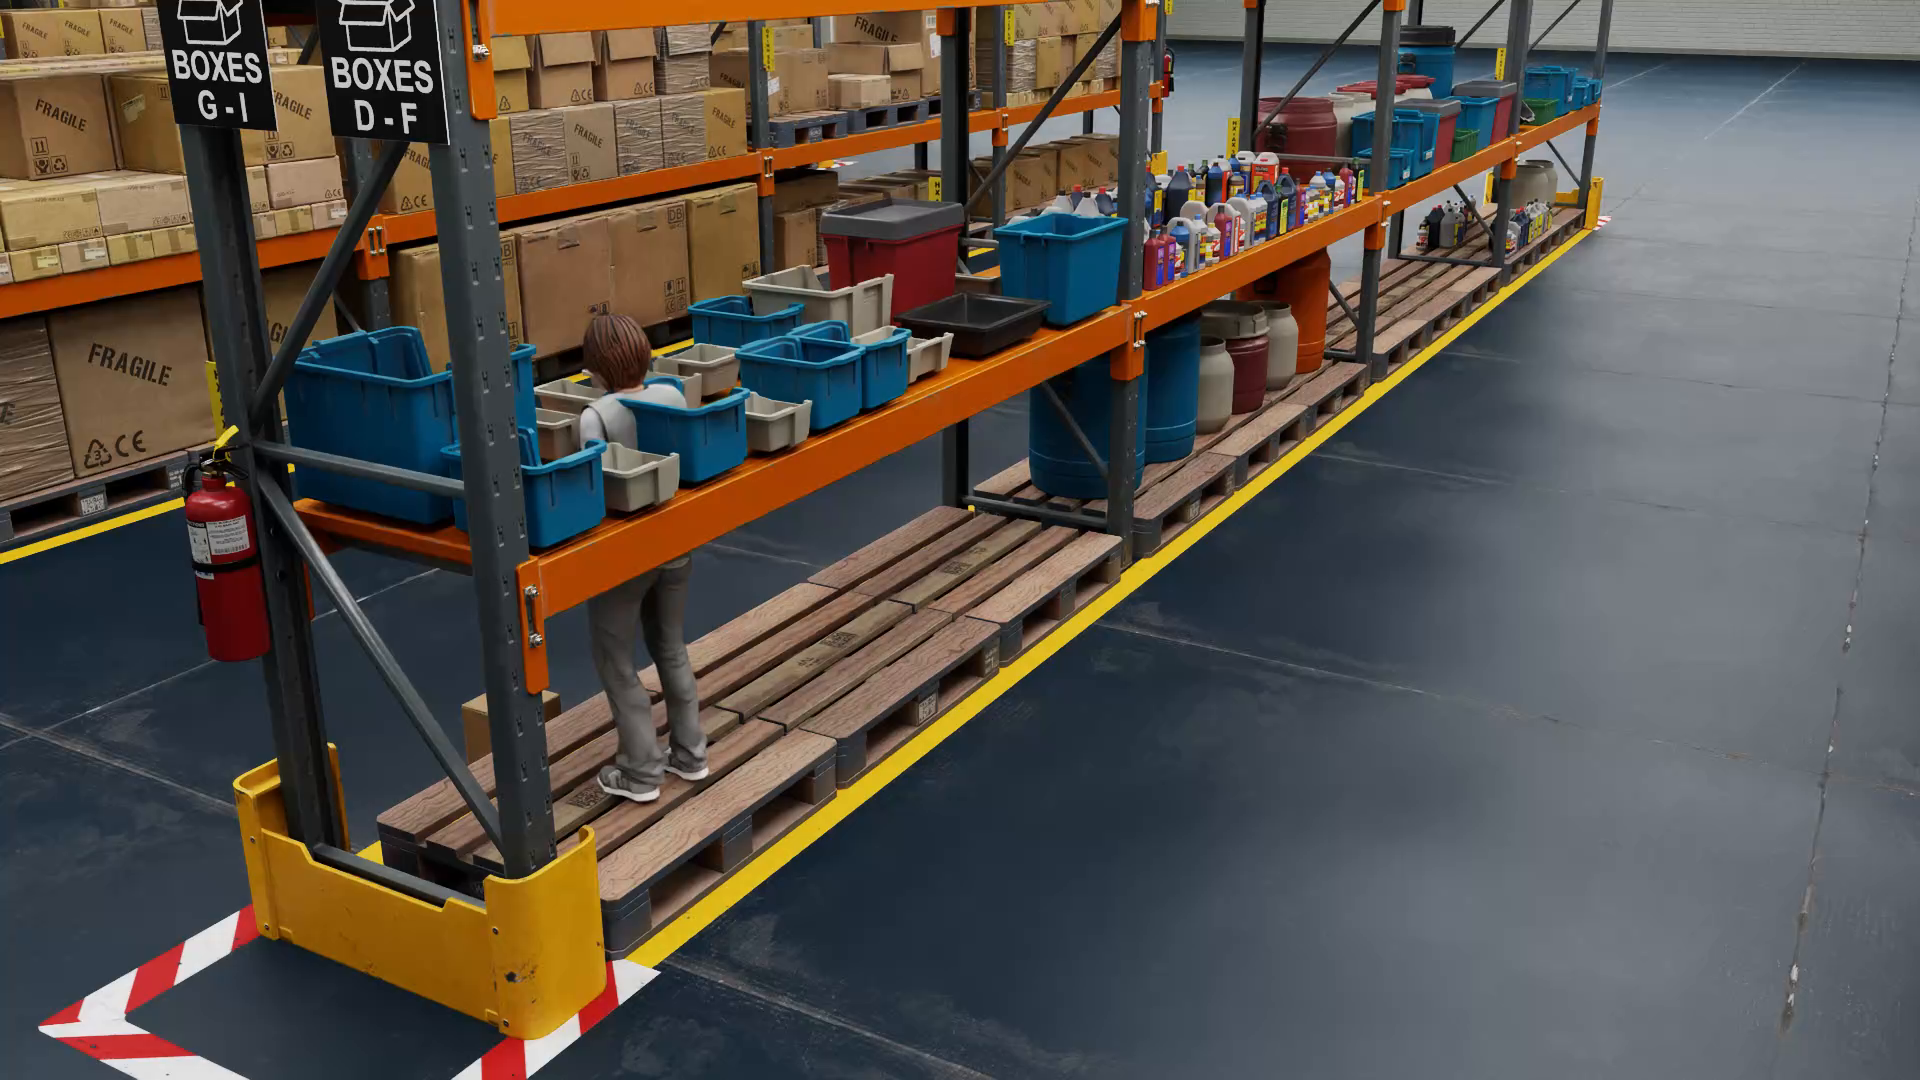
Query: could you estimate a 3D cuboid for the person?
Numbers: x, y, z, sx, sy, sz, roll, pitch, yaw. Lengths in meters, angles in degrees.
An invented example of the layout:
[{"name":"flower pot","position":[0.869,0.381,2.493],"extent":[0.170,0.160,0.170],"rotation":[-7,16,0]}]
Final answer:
[{"name":"person","position":[-1.034,0.080,5.282],"extent":[0.302,1.578,0.408],"rotation":[17,26,40]}]
